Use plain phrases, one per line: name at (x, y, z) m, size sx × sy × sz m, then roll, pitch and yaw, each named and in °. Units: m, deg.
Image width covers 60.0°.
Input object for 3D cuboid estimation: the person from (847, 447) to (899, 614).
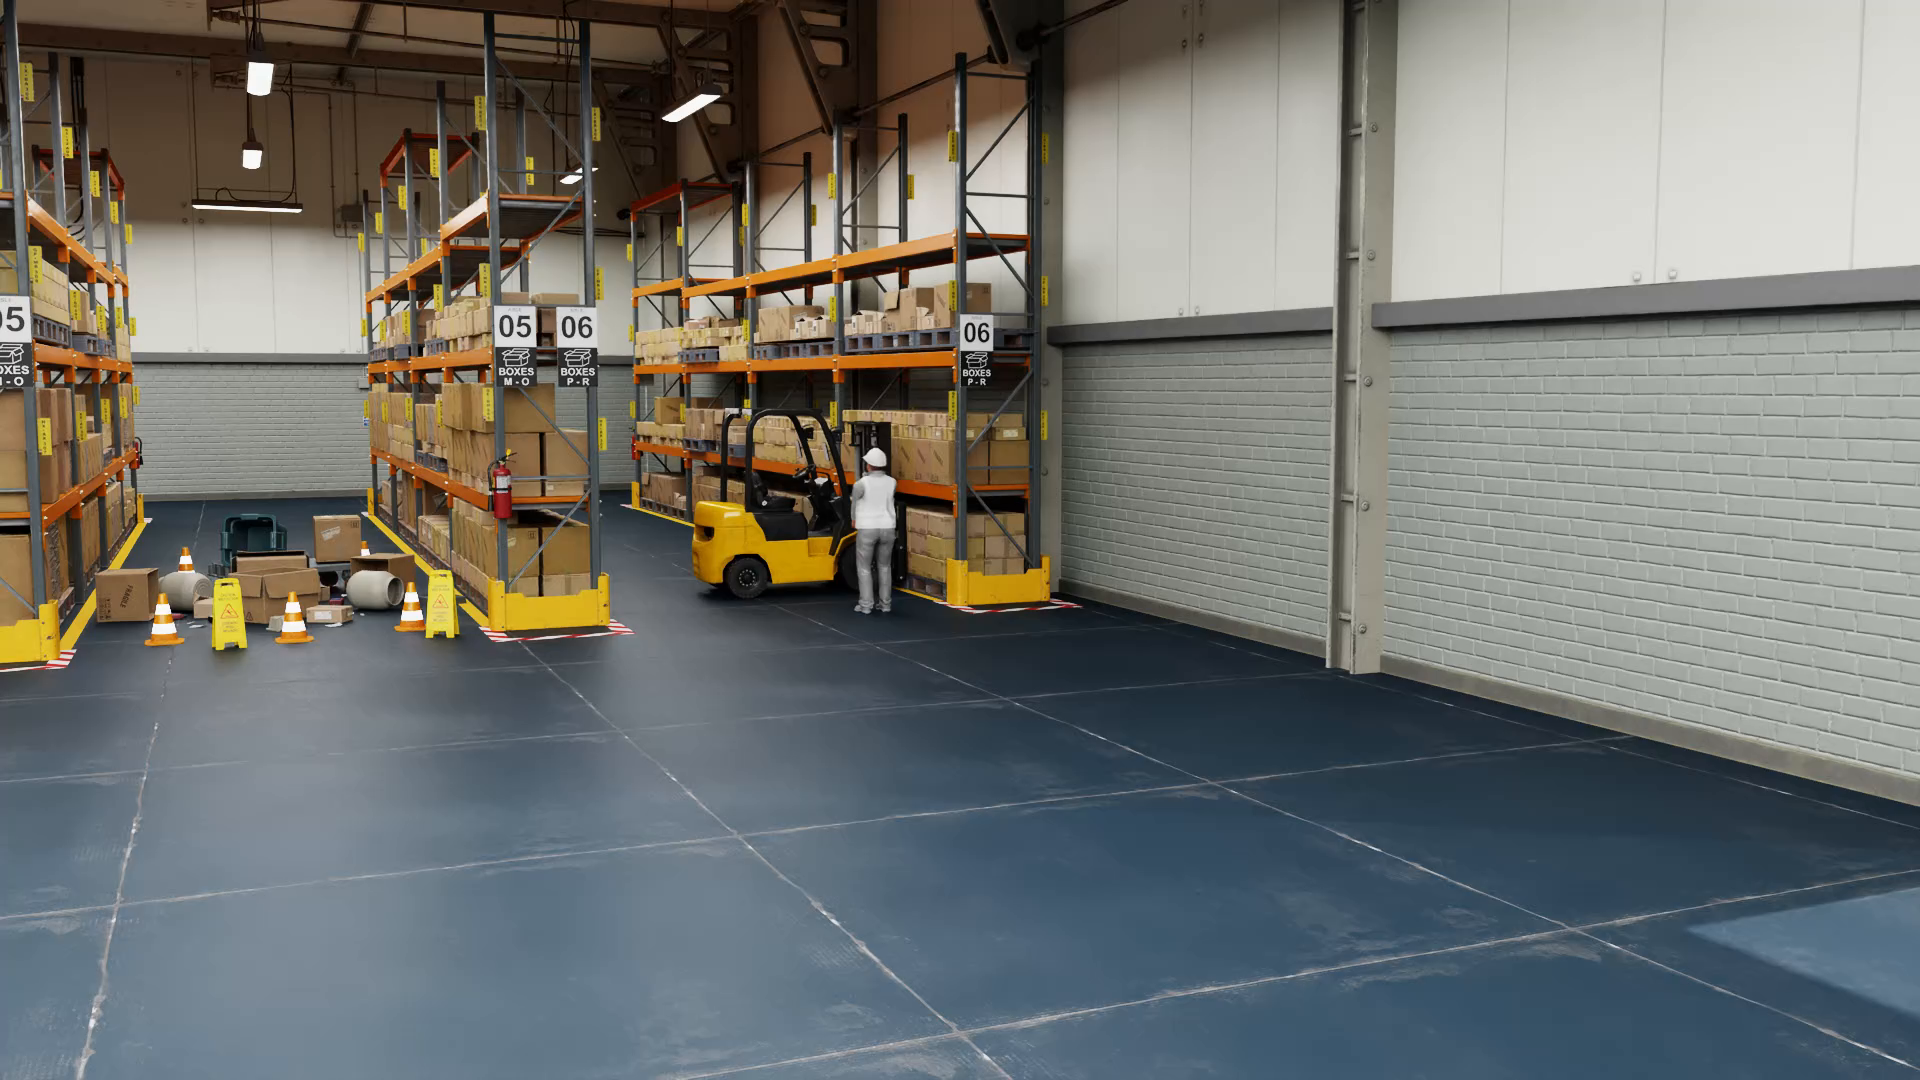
person at (-0.931, -0.110, 17.775) m, size 0.594 × 1.772 × 0.460 m, roll -3°, pitch 6°, yaw -27°
